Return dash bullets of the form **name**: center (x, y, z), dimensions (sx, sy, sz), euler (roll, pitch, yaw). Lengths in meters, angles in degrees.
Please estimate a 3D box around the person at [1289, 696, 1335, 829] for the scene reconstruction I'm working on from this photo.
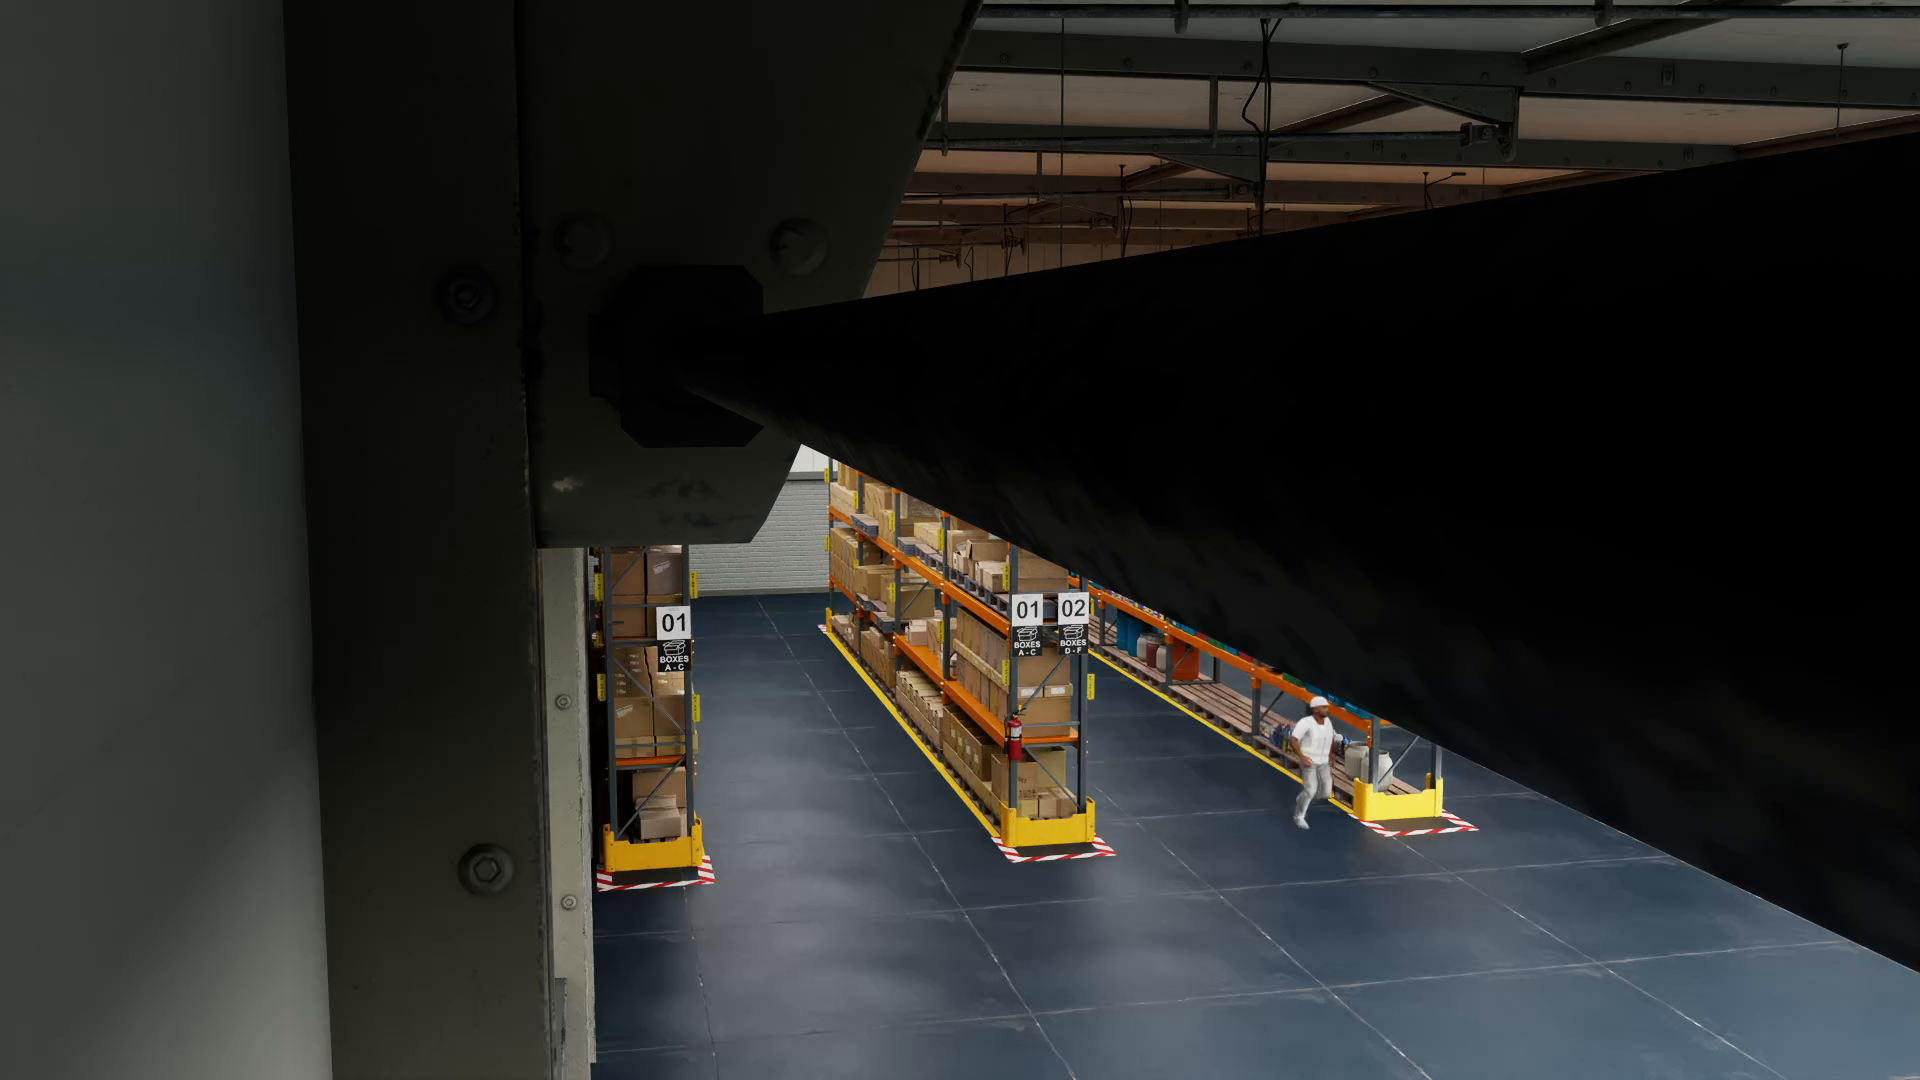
- **person**: center (4.668, 2.905, 21.862), dimensions (0.758, 1.712, 0.537), euler (-4, 8, -29)
